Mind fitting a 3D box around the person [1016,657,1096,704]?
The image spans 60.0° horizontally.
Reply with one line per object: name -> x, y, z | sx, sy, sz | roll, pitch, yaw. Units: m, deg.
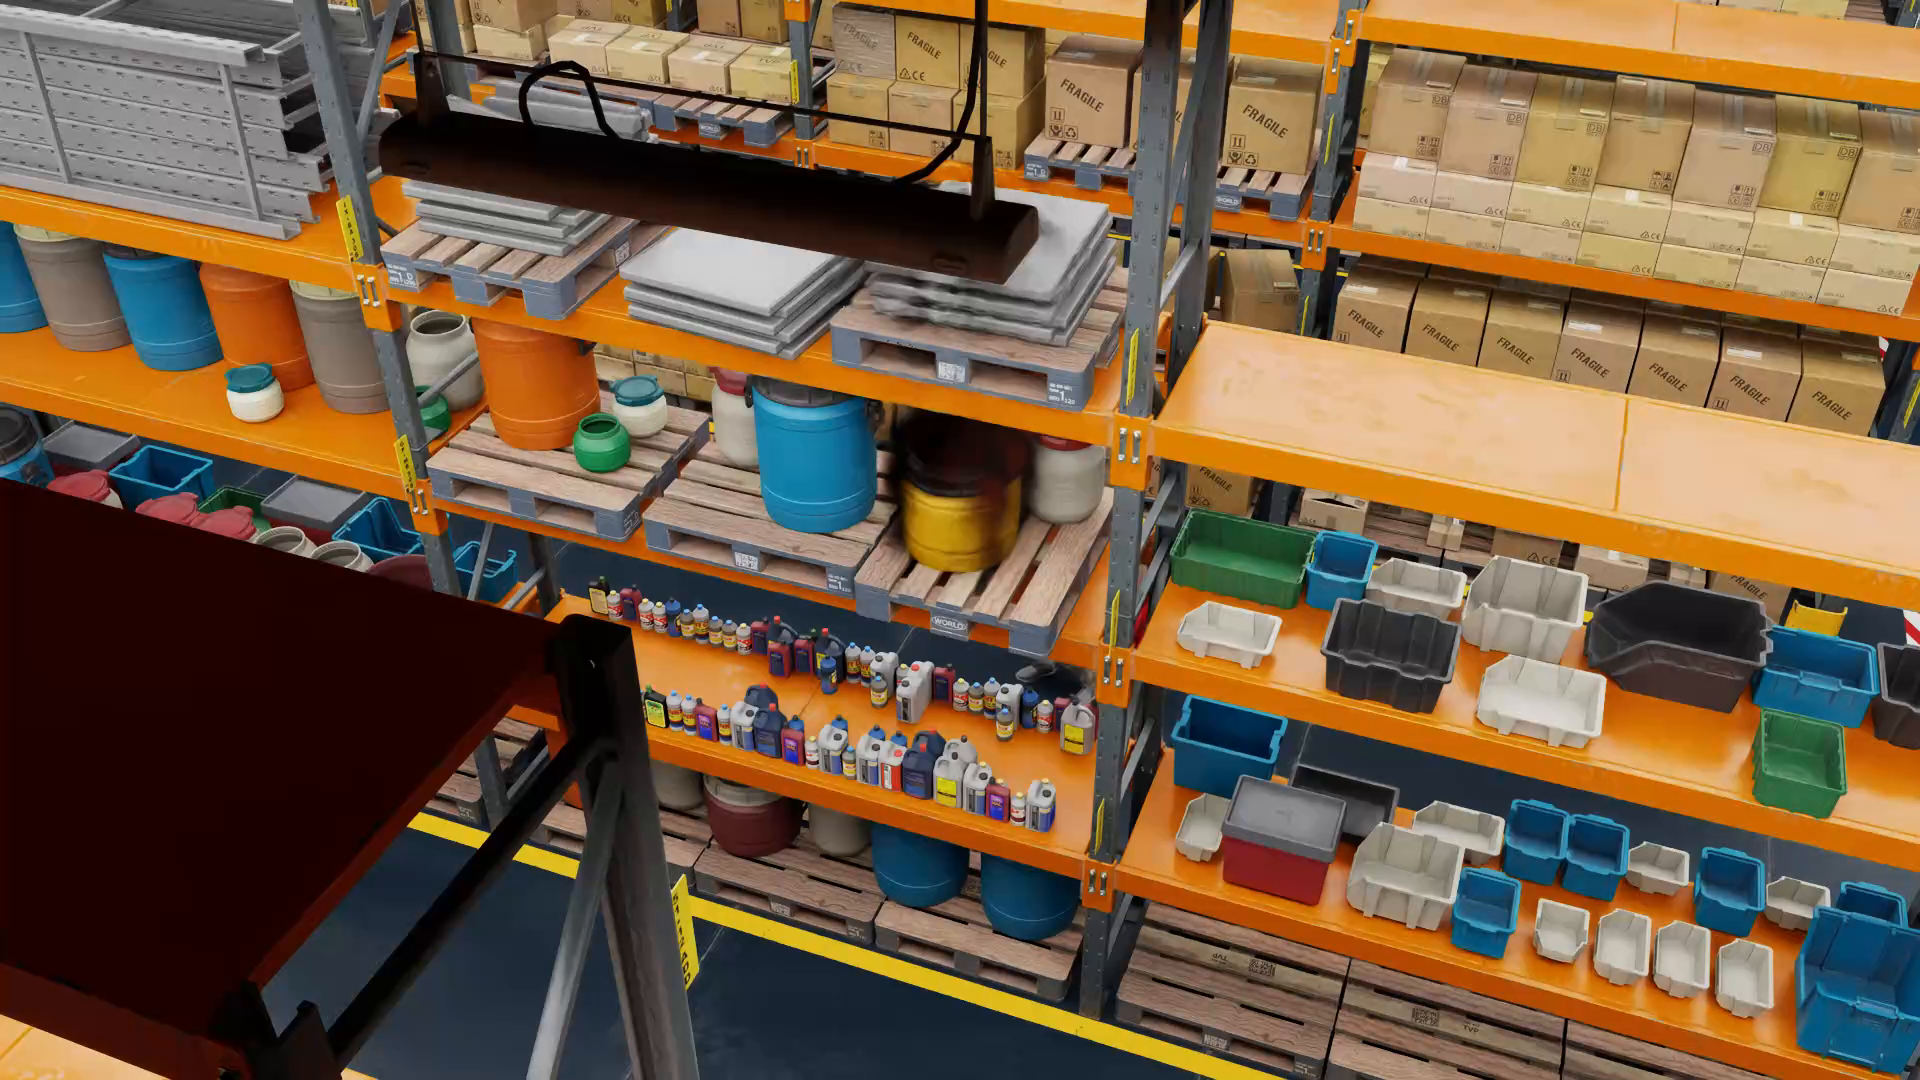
person -> 0.597, 0.403, 11.591 | 0.848, 1.532, 0.667 | -4, 37, -6

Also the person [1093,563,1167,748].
person -> 1.129, 0.855, 10.827 | 0.675, 1.764, 0.670 | 18, 40, 23
